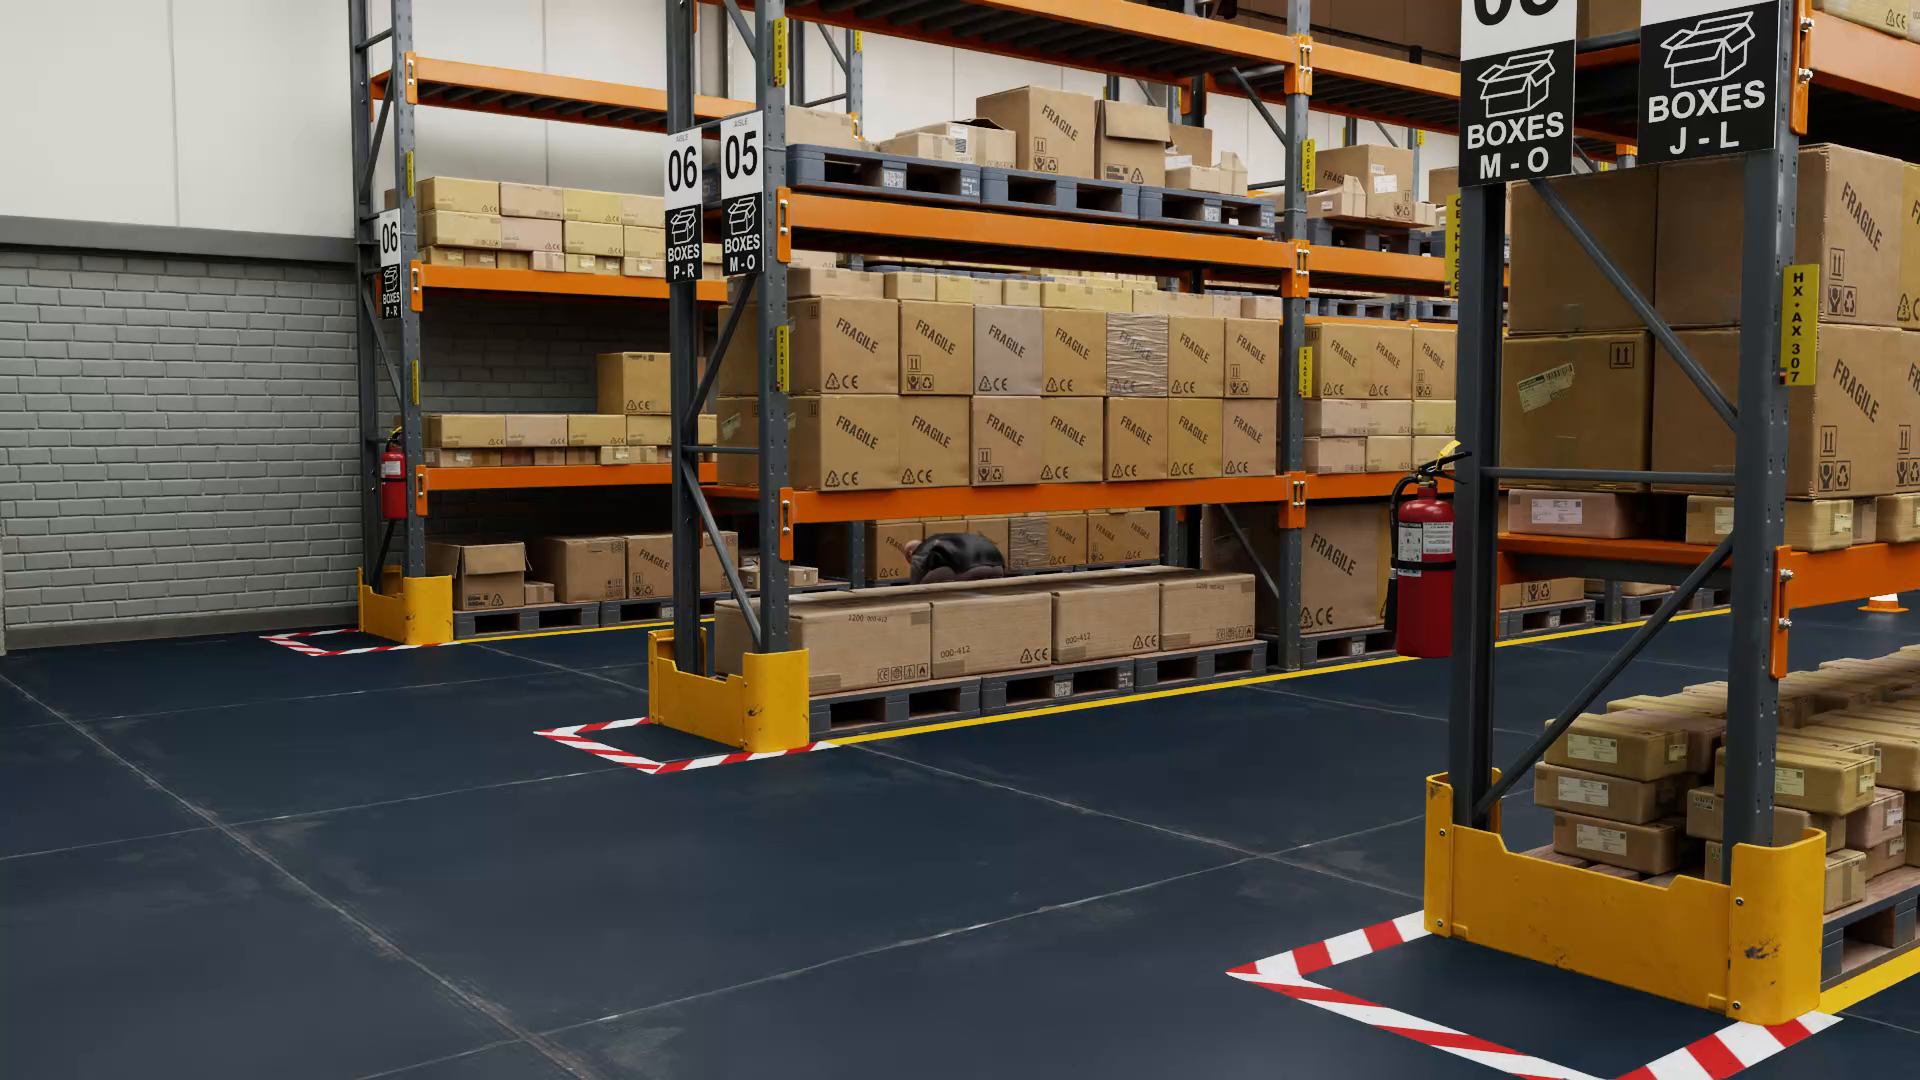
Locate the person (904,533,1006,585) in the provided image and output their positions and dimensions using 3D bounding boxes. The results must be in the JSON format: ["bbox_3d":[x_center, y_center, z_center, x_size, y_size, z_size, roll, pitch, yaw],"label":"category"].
[{"bbox_3d":[-0.078,0.351,12.787,0.502,0.815,0.947,-4,6,-40],"label":"person"}]
